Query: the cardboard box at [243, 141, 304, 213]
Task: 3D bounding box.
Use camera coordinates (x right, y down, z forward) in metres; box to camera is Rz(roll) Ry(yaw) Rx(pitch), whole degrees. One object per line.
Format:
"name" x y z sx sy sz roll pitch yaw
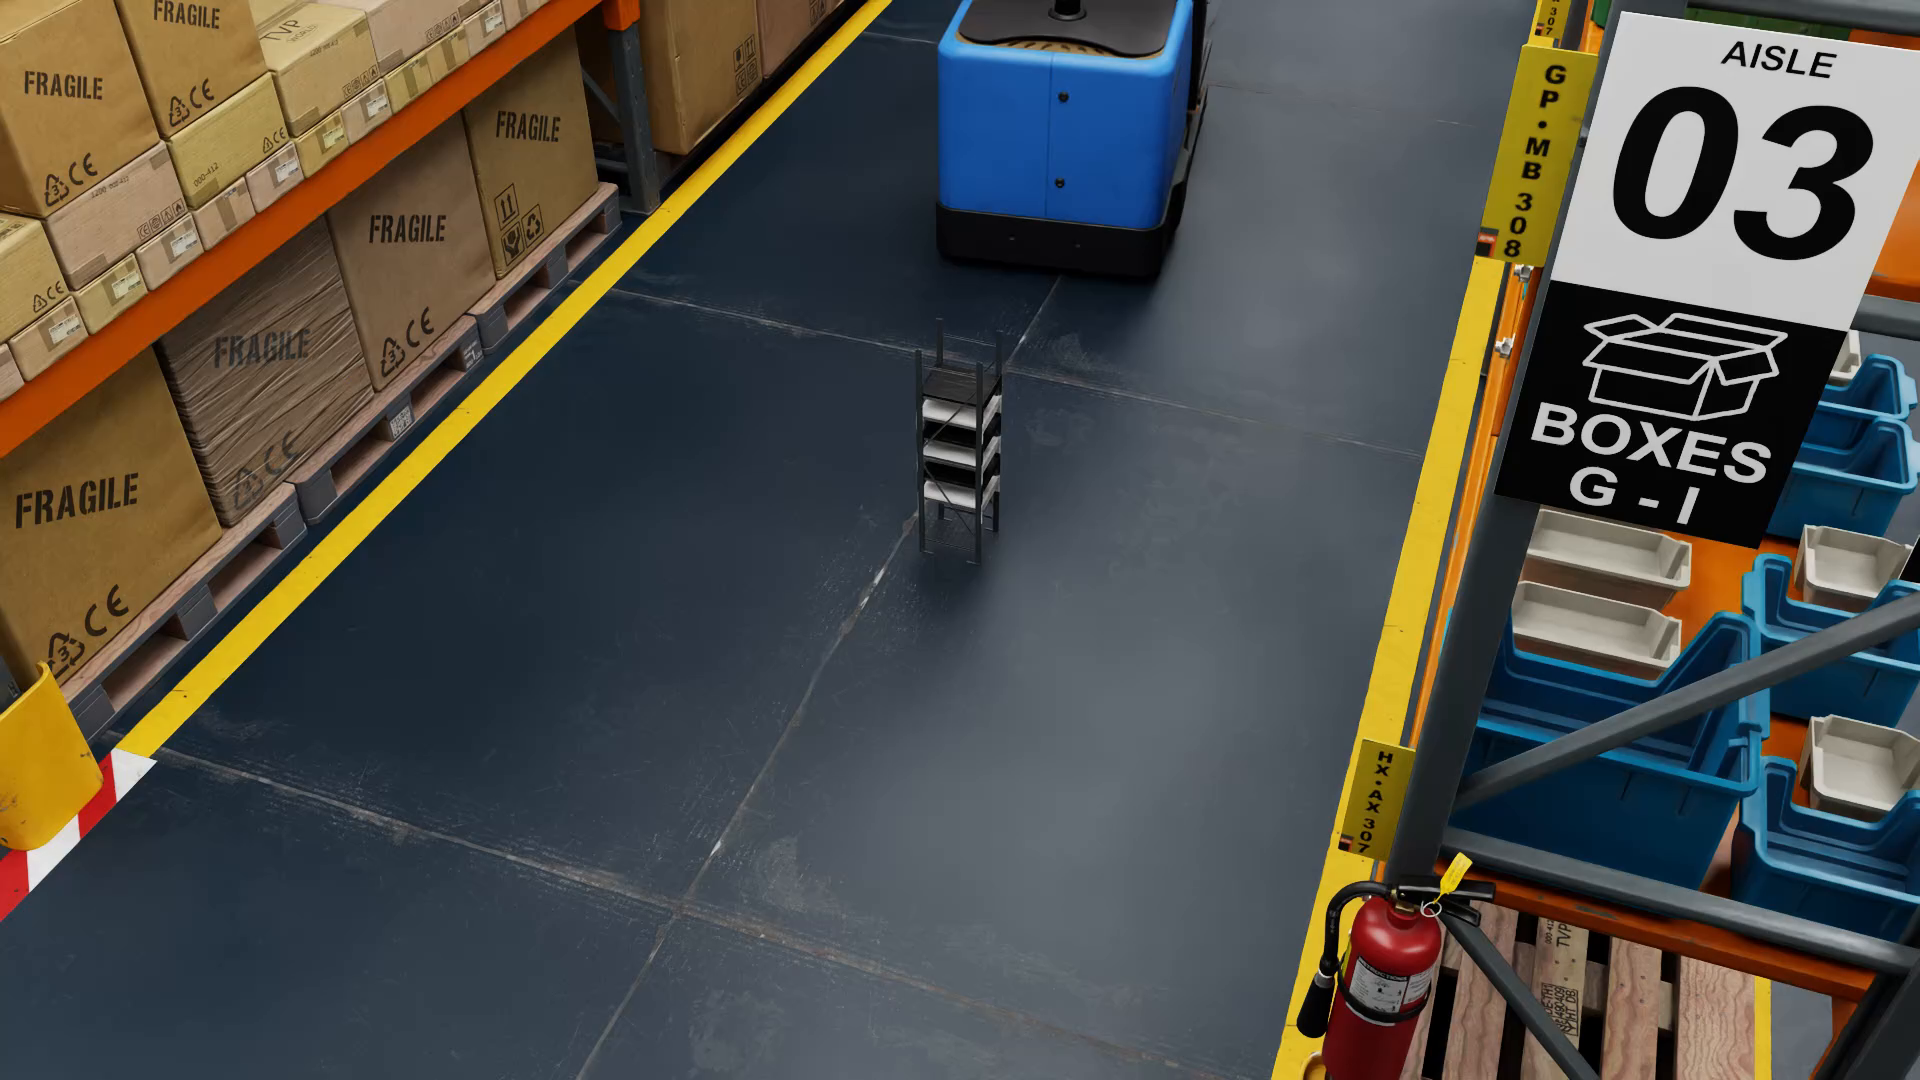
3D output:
"cardboard box" -2.458 -1.251 5.599 0.380 0.149 0.250 13 42 15

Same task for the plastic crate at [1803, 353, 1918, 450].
"plastic crate" 2.274 -0.342 4.423 0.416 0.233 0.300 13 42 15

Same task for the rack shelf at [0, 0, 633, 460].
"rack shelf" -2.643 -1.365 6.093 1.077 0.370 4.000 13 42 15

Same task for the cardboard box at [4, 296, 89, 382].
"cardboard box" -2.809 -0.623 4.863 0.380 0.149 0.250 13 42 14

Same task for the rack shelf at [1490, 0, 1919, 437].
"rack shelf" 2.011 -1.407 3.831 1.077 0.370 4.000 13 42 15

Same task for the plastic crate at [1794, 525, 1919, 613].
"plastic crate" 2.141 0.090 3.991 0.250 0.136 0.298 13 42 15

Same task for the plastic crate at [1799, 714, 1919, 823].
"plastic crate" 1.909 0.503 3.506 0.250 0.136 0.298 13 42 15

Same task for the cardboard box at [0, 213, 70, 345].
"cardboard box" -2.909 -0.707 4.655 0.500 0.250 0.500 12 42 14

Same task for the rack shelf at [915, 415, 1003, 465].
"rack shelf" -0.003 -0.380 5.915 0.258 0.077 0.200 13 42 15

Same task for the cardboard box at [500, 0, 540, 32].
"cardboard box" -1.931 -2.190 6.700 0.380 0.149 0.250 13 42 14

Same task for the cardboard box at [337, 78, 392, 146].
"cardboard box" -2.283 -1.565 5.967 0.380 0.149 0.250 14 42 16

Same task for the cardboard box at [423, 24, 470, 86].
"cardboard box" -2.107 -1.876 6.332 0.380 0.149 0.250 14 42 16

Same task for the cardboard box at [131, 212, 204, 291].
"cardboard box" -2.634 -0.939 5.233 0.380 0.149 0.250 13 42 14

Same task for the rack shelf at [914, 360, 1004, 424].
"rack shelf" -0.003 -0.517 5.799 0.258 0.077 0.200 13 42 15

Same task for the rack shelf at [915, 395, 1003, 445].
"rack shelf" -0.003 -0.449 5.857 0.258 0.077 0.200 13 42 15

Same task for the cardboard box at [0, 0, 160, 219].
"cardboard box" -2.738 -1.298 4.769 0.500 0.500 0.500 12 42 14

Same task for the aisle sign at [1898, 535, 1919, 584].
"aisle sign" 1.582 -0.198 2.169 0.394 0.787 0.004 13 42 15

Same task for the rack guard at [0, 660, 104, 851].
"rack guard" -3.335 0.547 5.224 1.175 0.500 0.348 13 42 15

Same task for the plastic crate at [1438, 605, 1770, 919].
"plastic crate" 1.266 0.399 3.398 0.616 0.435 0.499 13 42 15

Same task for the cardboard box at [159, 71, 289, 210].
"cardboard box" -2.562 -1.332 5.386 0.500 0.250 0.500 12 42 14

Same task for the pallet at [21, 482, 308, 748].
"pallet" -3.127 0.137 5.927 1.003 0.211 1.213 13 42 15

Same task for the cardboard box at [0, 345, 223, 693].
"cardboard box" -3.183 -0.178 5.461 0.875 0.875 0.875 13 42 15

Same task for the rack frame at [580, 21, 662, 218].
"rack frame" -1.959 -2.858 7.289 1.000 3.000 0.127 13 42 15

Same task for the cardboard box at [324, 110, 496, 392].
"cardboard box" -2.568 -1.276 6.748 0.875 0.875 0.875 13 42 15

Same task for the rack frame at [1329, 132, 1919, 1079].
"rack frame" 1.327 0.681 3.141 1.000 3.000 0.127 13 42 15

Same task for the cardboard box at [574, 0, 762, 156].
"cardboard box" -1.759 -2.604 8.305 1.225 0.875 0.875 13 42 15

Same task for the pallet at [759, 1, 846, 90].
"pallet" -1.351 -3.031 9.640 1.003 0.211 1.213 13 42 15

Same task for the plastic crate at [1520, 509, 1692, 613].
"plastic crate" 1.549 0.047 4.041 0.396 0.136 0.243 13 42 15

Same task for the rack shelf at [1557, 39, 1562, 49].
"rack shelf" 3.379 -2.705 7.664 1.077 0.370 4.000 13 42 15

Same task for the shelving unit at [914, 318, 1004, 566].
"shelving unit" -0.003 -0.337 5.952 0.258 0.900 0.210 13 42 15

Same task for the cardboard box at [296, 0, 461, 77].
"cardboard box" -2.213 -1.959 6.122 0.500 0.250 0.500 14 42 16

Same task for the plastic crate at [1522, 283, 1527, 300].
"plastic crate" 1.789 -0.588 4.711 0.416 0.233 0.300 13 42 15

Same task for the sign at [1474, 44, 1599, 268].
"sign" 0.805 -0.533 2.333 0.100 0.325 0.005 13 42 15

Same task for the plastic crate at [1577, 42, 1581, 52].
"plastic crate" 2.154 -1.317 5.387 0.402 0.464 0.583 13 42 15

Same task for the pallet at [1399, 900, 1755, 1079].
"pallet" 1.646 1.247 4.626 1.003 0.211 1.213 13 42 15

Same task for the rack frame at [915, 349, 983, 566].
"rack frame" -0.038 -0.275 5.879 0.240 0.900 0.006 13 42 15

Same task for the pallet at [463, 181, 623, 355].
"pallet" -2.293 -1.351 7.671 1.003 0.211 1.213 13 42 15

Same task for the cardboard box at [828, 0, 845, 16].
"cardboard box" -1.159 -3.691 9.579 1.225 0.875 0.875 13 42 15

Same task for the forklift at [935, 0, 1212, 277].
"forklift" 0.705 -3.272 7.827 1.130 2.935 3.031 8 41 9
